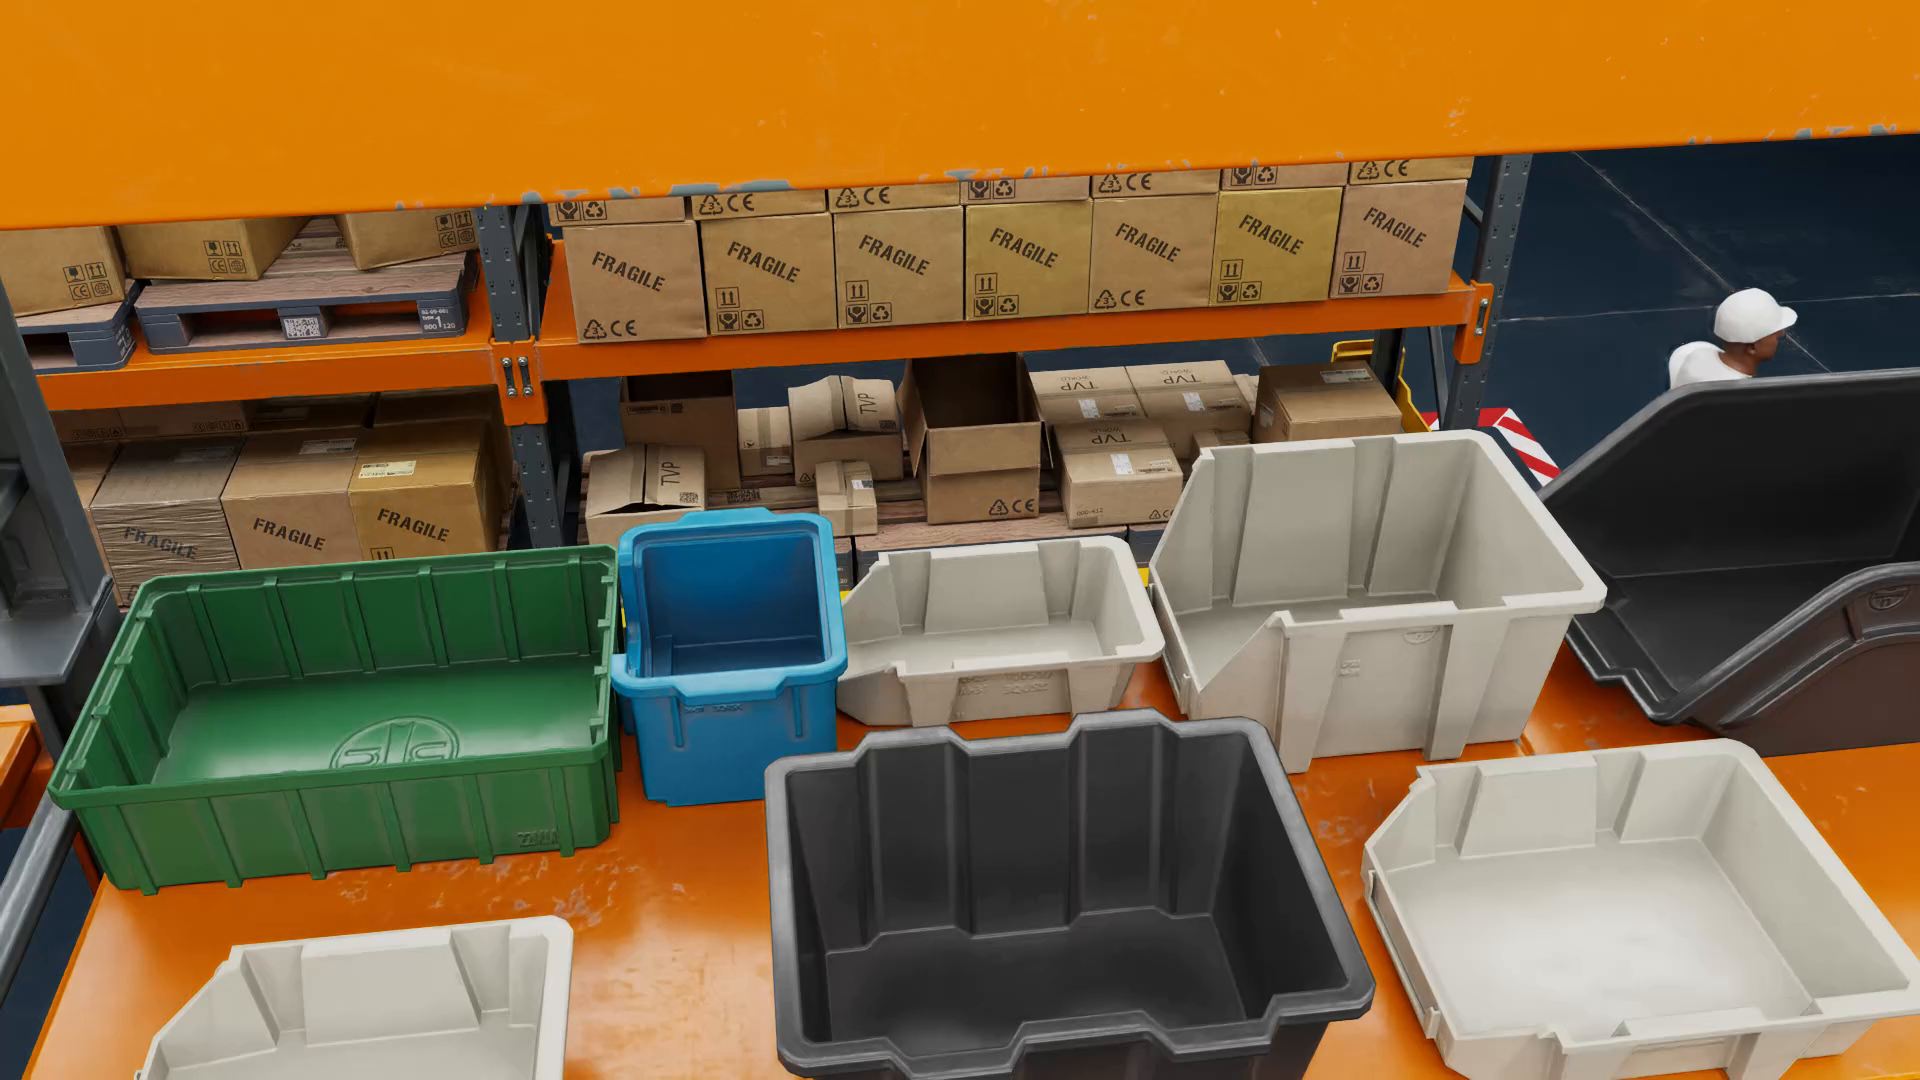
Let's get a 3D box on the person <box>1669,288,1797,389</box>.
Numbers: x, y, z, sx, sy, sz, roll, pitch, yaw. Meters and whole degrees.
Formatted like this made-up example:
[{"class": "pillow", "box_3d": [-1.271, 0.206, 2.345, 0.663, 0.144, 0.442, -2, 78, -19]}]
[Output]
[{"class": "person", "box_3d": [2.918, -0.185, 6.390, 1.054, 1.733, 0.553, -8, 35, -12]}]
